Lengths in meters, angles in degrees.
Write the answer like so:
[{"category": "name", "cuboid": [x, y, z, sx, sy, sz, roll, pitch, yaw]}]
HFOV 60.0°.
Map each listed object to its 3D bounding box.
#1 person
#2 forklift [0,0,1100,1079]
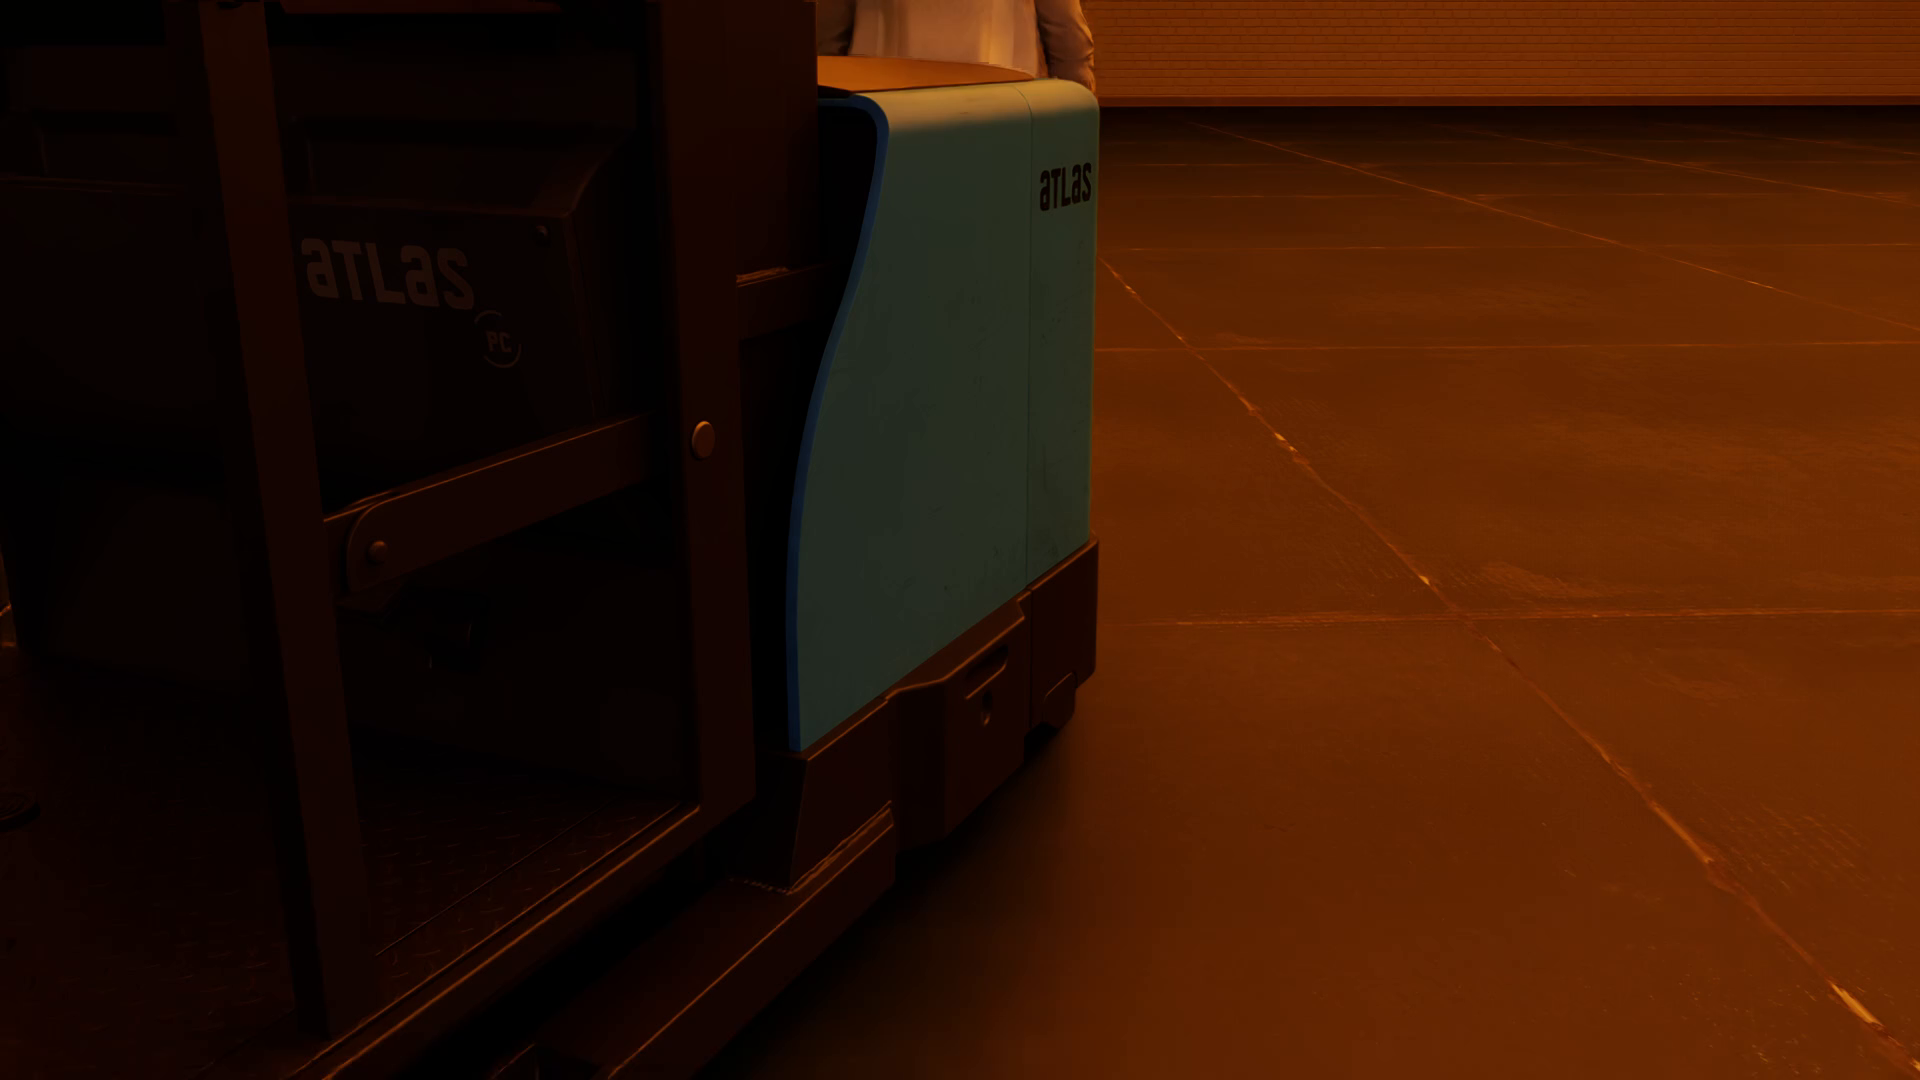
[{"category": "person", "cuboid": [-0.022, -0.866, 3.758, 0.653, 1.765, 0.567, 0, 17, 0]}, {"category": "forklift", "cuboid": [-0.849, -0.790, 1.491, 1.130, 2.935, 3.031, 8, 19, 24]}]
